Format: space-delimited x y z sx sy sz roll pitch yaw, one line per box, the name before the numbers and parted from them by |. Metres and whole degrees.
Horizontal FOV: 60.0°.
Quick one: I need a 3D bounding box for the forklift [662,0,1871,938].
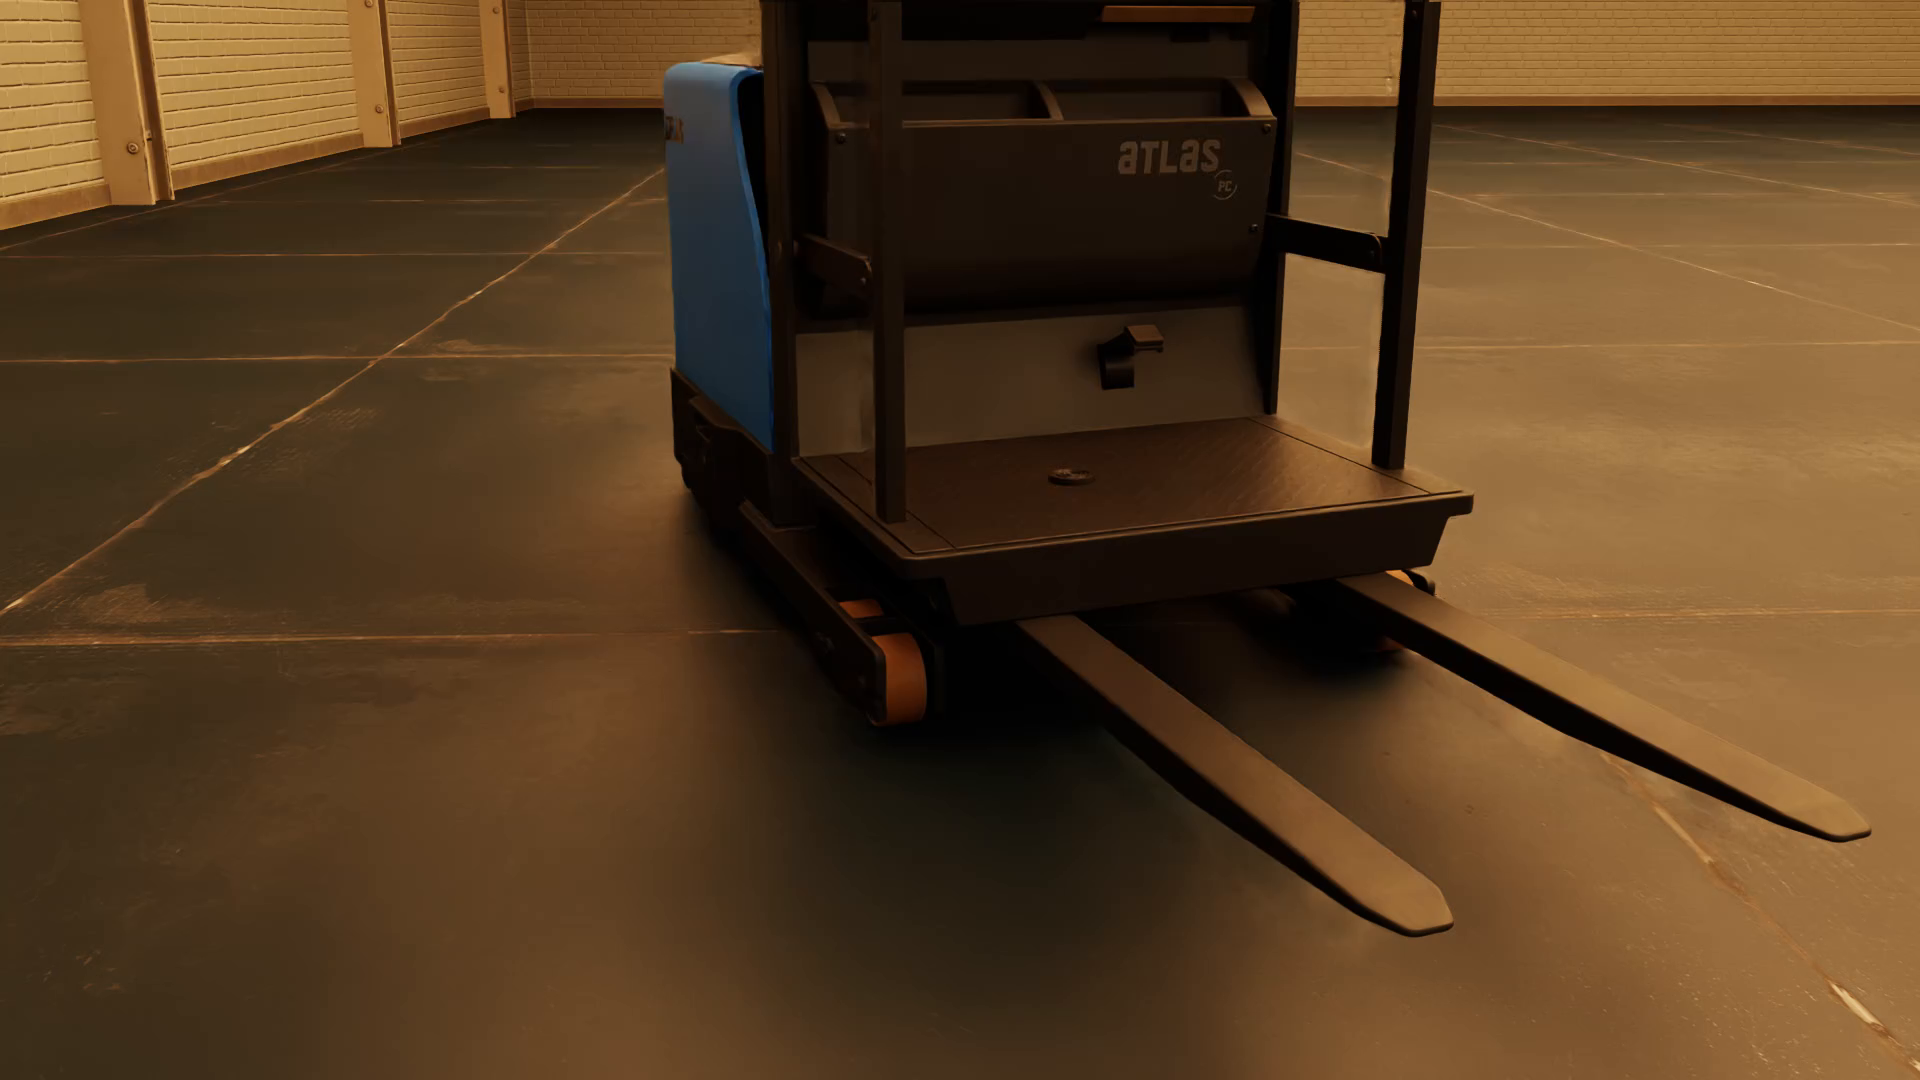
forklift | 0.249 -1.215 2.881 1.130 2.935 3.031 -6 18 -20
